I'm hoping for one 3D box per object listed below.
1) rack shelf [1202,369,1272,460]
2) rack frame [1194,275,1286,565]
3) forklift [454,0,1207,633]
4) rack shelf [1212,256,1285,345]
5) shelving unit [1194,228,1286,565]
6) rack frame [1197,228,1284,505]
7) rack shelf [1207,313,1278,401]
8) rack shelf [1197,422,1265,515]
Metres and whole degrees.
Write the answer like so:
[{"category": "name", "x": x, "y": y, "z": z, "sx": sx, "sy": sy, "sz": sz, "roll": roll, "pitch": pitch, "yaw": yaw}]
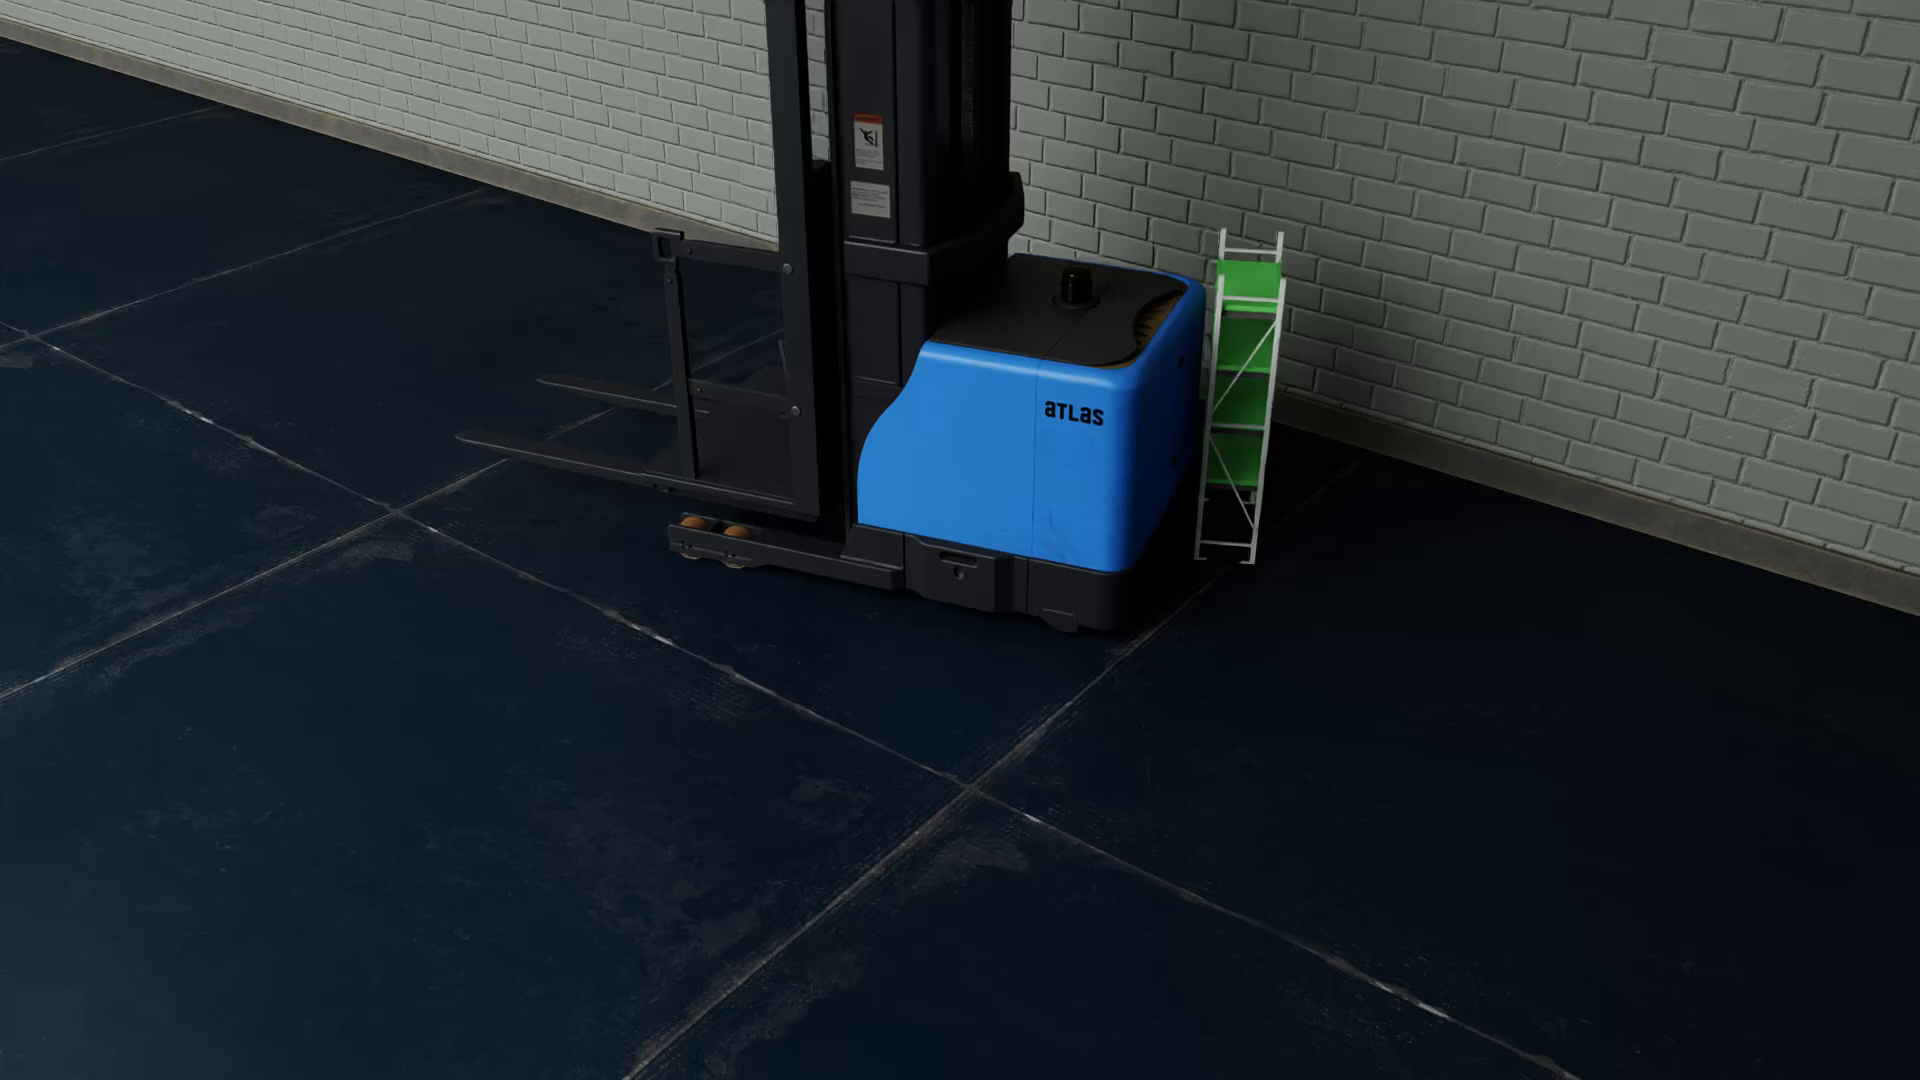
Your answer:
[{"category": "rack shelf", "x": 1.087, "y": -0.499, "z": 6.539, "sx": 0.258, "sy": 0.148, "sz": 0.480, "roll": 5, "pitch": 31, "yaw": 7}, {"category": "rack frame", "x": 1.051, "y": -0.431, "z": 6.299, "sx": 0.240, "sy": 1.200, "sz": 0.015, "roll": 5, "pitch": 31, "yaw": 7}, {"category": "forklift", "x": -0.617, "y": -1.384, "z": 6.211, "sx": 3.031, "sy": 2.935, "sz": 1.130, "roll": 11, "pitch": 32, "yaw": 18}, {"category": "rack shelf", "x": 1.090, "y": -0.912, "z": 6.294, "sx": 0.258, "sy": 0.148, "sz": 0.480, "roll": 5, "pitch": 31, "yaw": 7}, {"category": "shelving unit", "x": 1.088, "y": -0.554, "z": 6.506, "sx": 0.258, "sy": 1.200, "sz": 0.503, "roll": 5, "pitch": 31, "yaw": 7}, {"category": "rack frame", "x": 1.124, "y": -0.677, "z": 6.714, "sx": 0.240, "sy": 1.200, "sz": 0.015, "roll": 5, "pitch": 31, "yaw": 7}, {"category": "rack shelf", "x": 1.089, "y": -0.705, "z": 6.416, "sx": 0.258, "sy": 0.148, "sz": 0.480, "roll": 5, "pitch": 31, "yaw": 7}, {"category": "rack shelf", "x": 1.086, "y": -0.292, "z": 6.661, "sx": 0.258, "sy": 0.148, "sz": 0.480, "roll": 5, "pitch": 31, "yaw": 7}]
